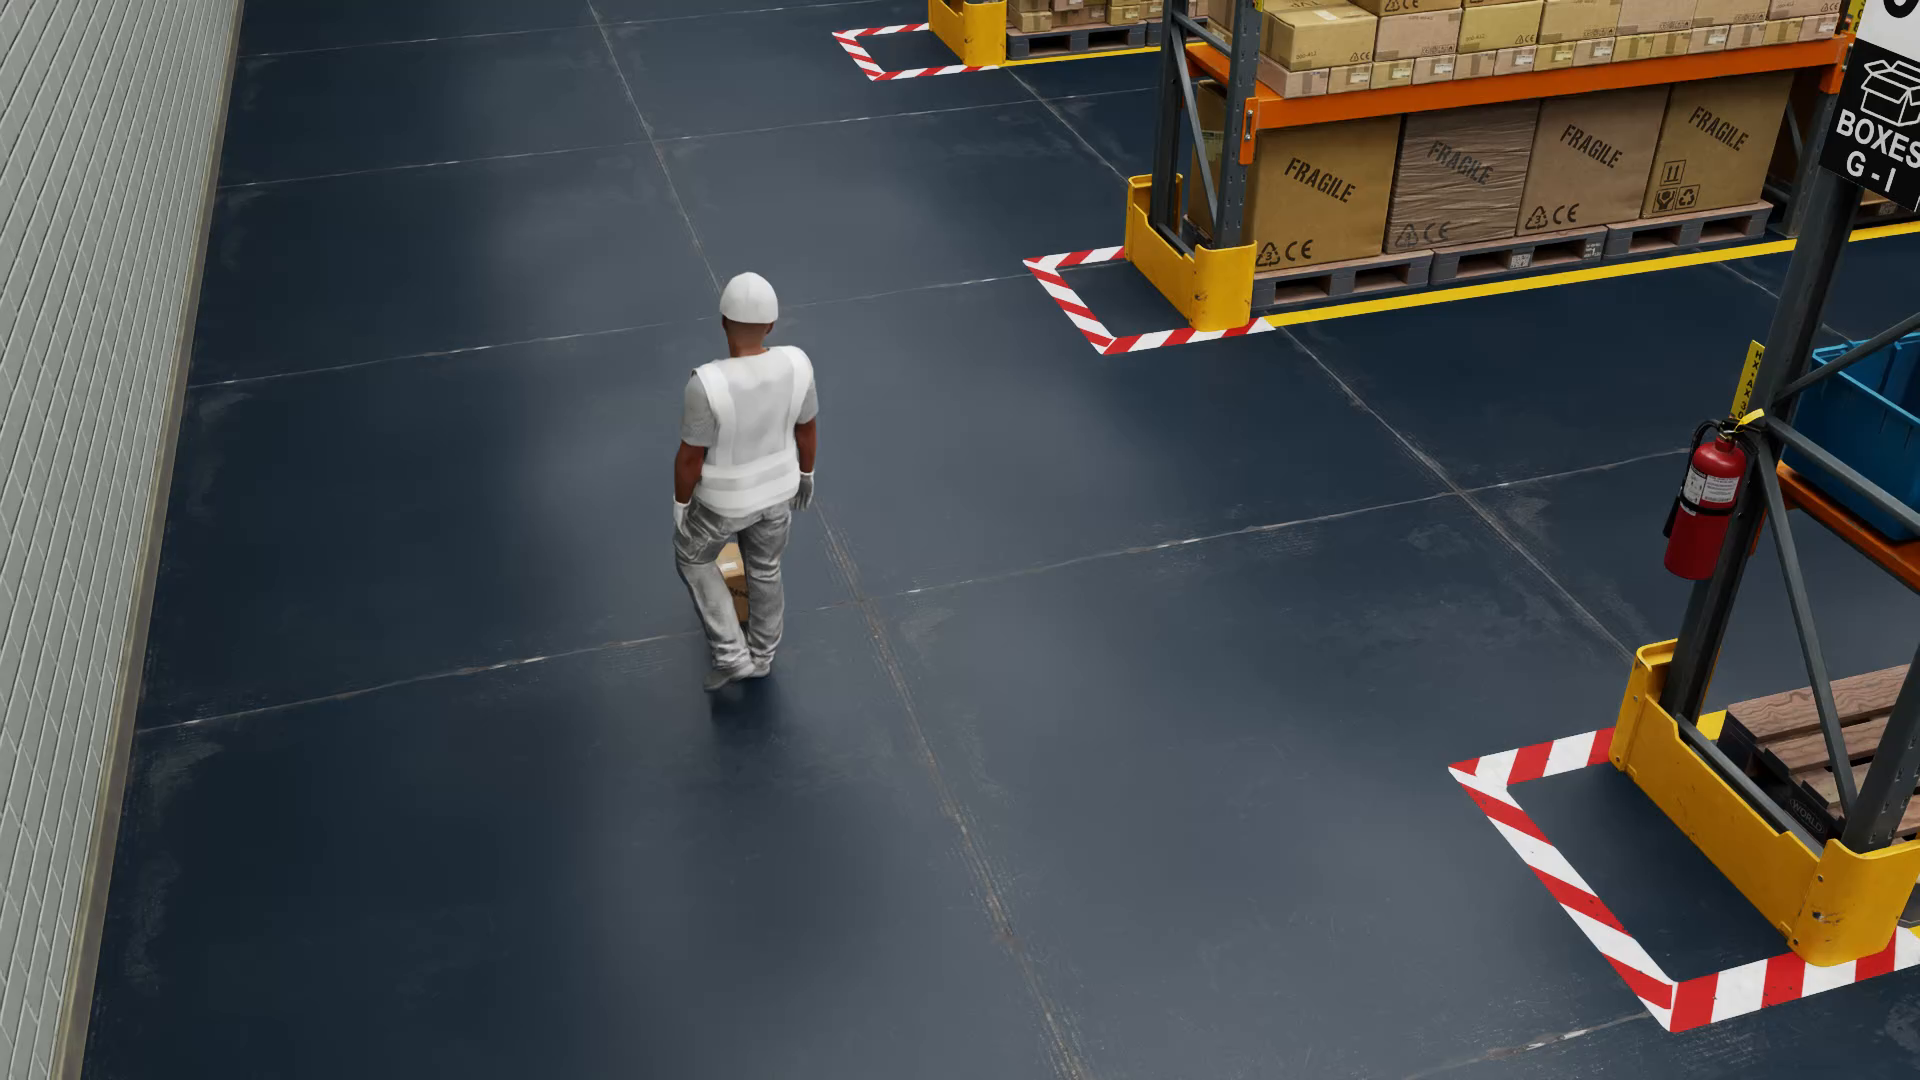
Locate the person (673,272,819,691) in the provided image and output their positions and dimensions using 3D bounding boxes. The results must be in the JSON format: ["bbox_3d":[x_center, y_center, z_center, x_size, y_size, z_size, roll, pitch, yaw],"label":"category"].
[{"bbox_3d":[-0.851,-0.207,6.426,0.595,1.783,0.460,-22,40,-30],"label":"person"}]
